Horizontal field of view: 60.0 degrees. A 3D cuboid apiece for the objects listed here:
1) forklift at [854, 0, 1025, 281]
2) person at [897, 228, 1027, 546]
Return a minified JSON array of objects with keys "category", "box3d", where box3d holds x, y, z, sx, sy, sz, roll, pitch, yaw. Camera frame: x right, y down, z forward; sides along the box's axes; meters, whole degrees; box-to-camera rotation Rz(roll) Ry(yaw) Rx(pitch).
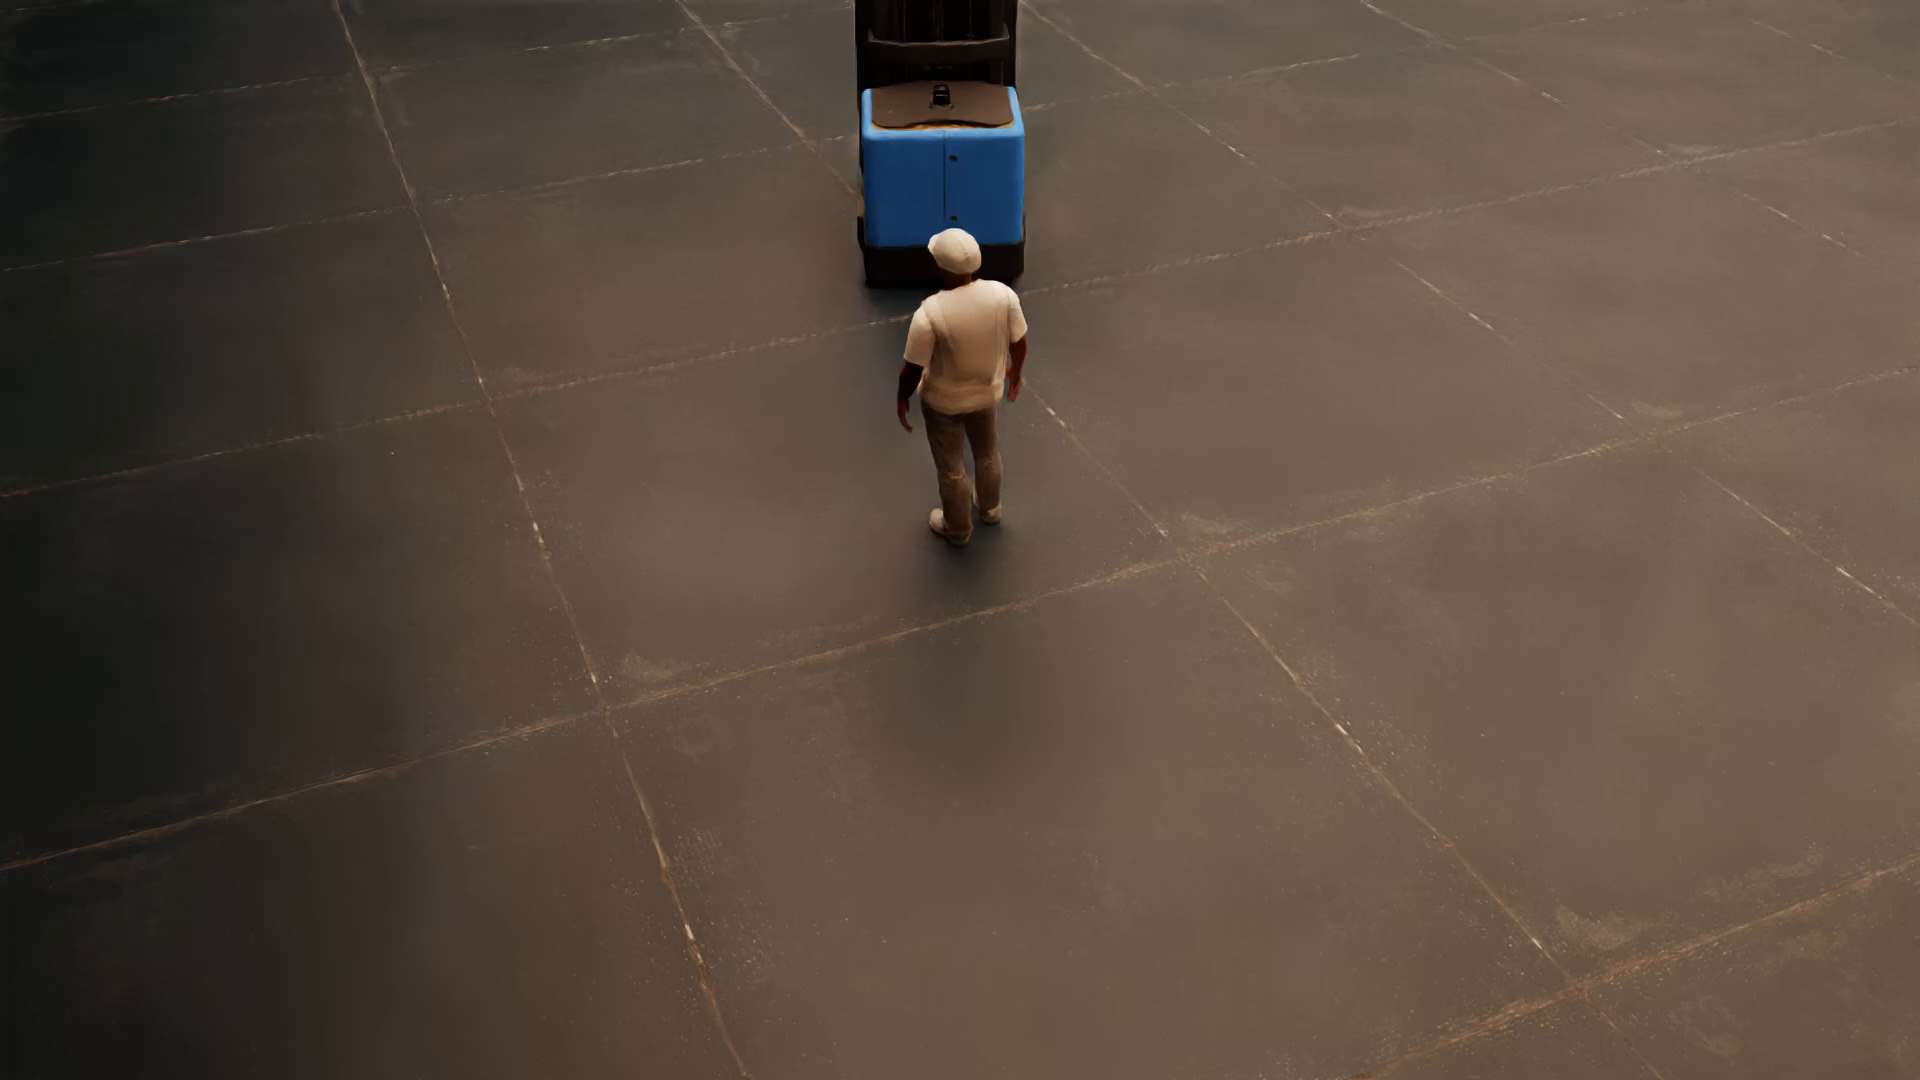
[{"category":"forklift","box3d":[-0.177,-3.724,11.335,1.130,2.935,3.031,-2,35,-2]},{"category":"person","box3d":[-0.022,-0.764,8.166,0.665,1.766,0.576,-14,38,-19]}]
